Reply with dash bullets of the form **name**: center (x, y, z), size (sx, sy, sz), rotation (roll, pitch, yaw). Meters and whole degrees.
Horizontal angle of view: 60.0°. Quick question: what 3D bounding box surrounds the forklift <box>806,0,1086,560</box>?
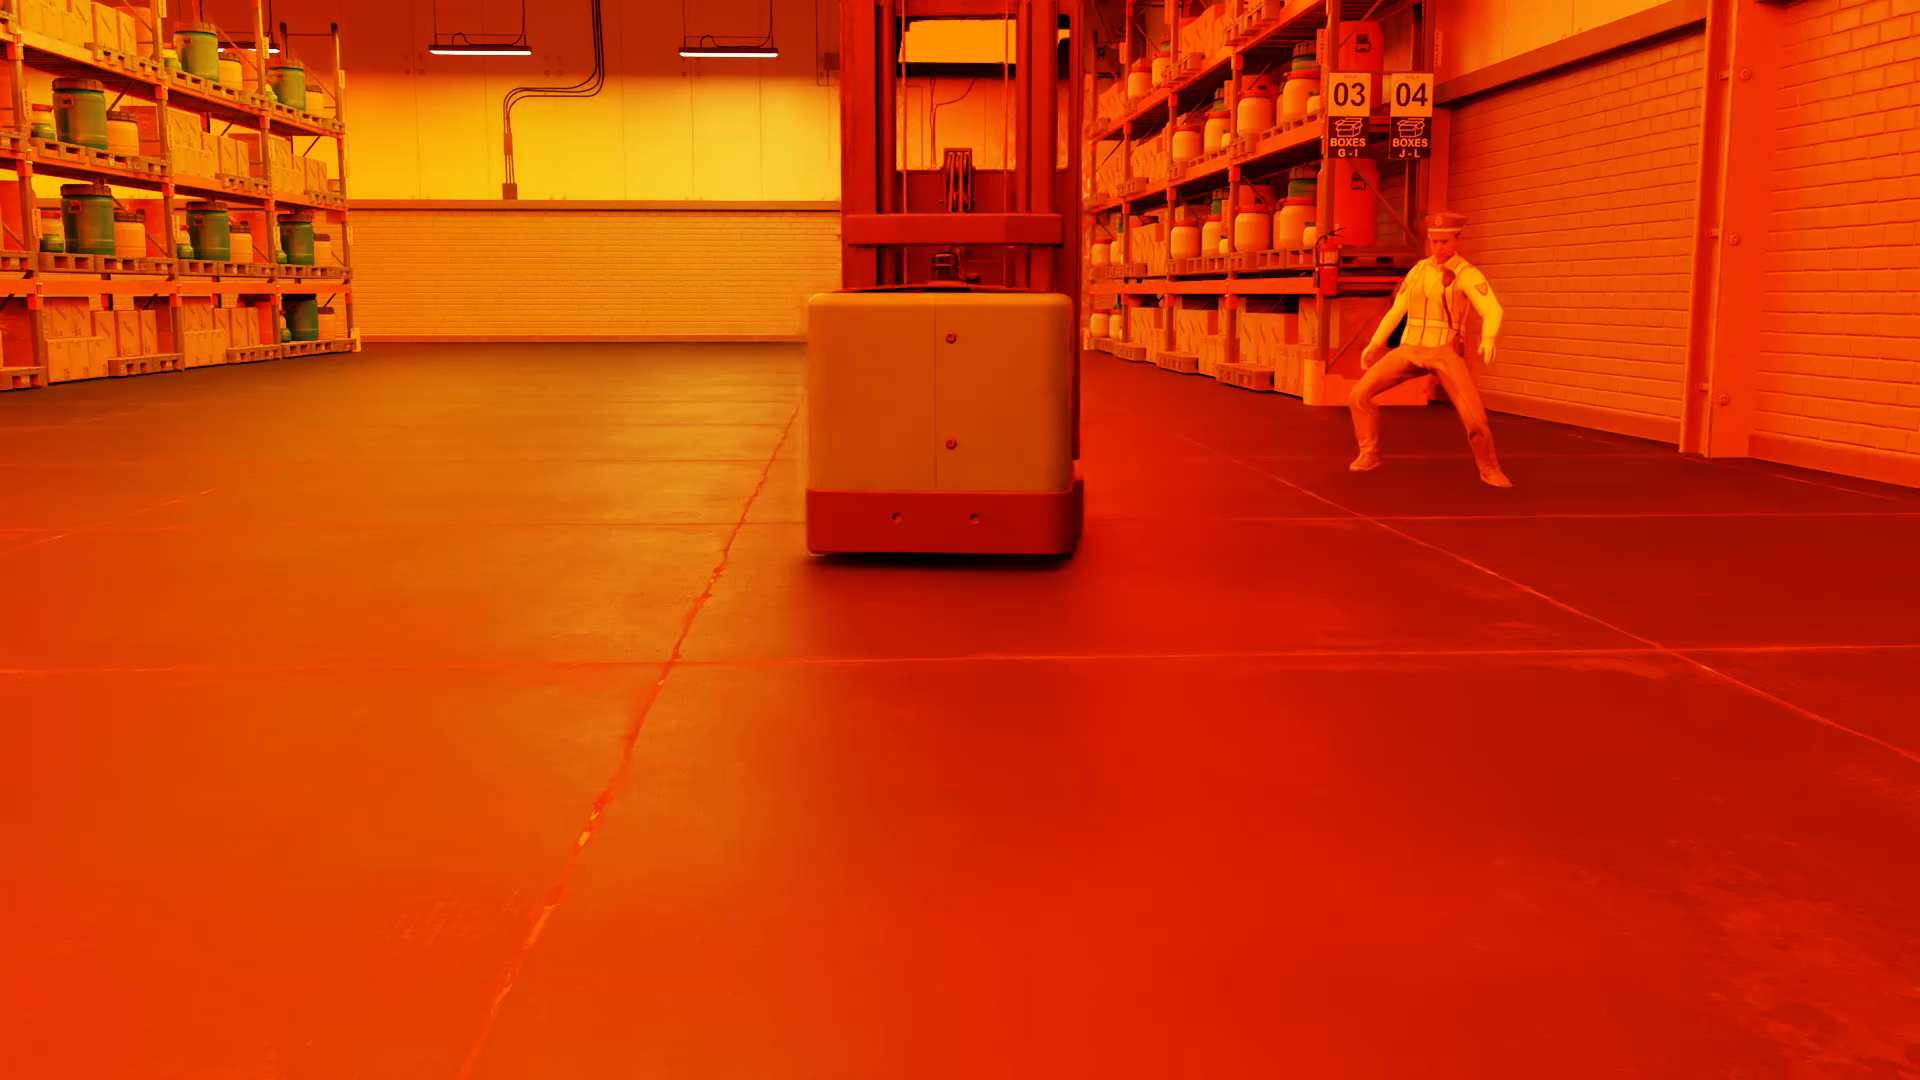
- **forklift**: center (0.028, -1.549, 7.764), size (1.130, 2.935, 3.031), rotation (1, 8, 5)

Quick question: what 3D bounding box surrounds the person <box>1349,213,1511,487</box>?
- **person**: center (2.704, -1.060, 9.377), size (0.667, 1.545, 0.881), rotation (-8, 12, -44)
